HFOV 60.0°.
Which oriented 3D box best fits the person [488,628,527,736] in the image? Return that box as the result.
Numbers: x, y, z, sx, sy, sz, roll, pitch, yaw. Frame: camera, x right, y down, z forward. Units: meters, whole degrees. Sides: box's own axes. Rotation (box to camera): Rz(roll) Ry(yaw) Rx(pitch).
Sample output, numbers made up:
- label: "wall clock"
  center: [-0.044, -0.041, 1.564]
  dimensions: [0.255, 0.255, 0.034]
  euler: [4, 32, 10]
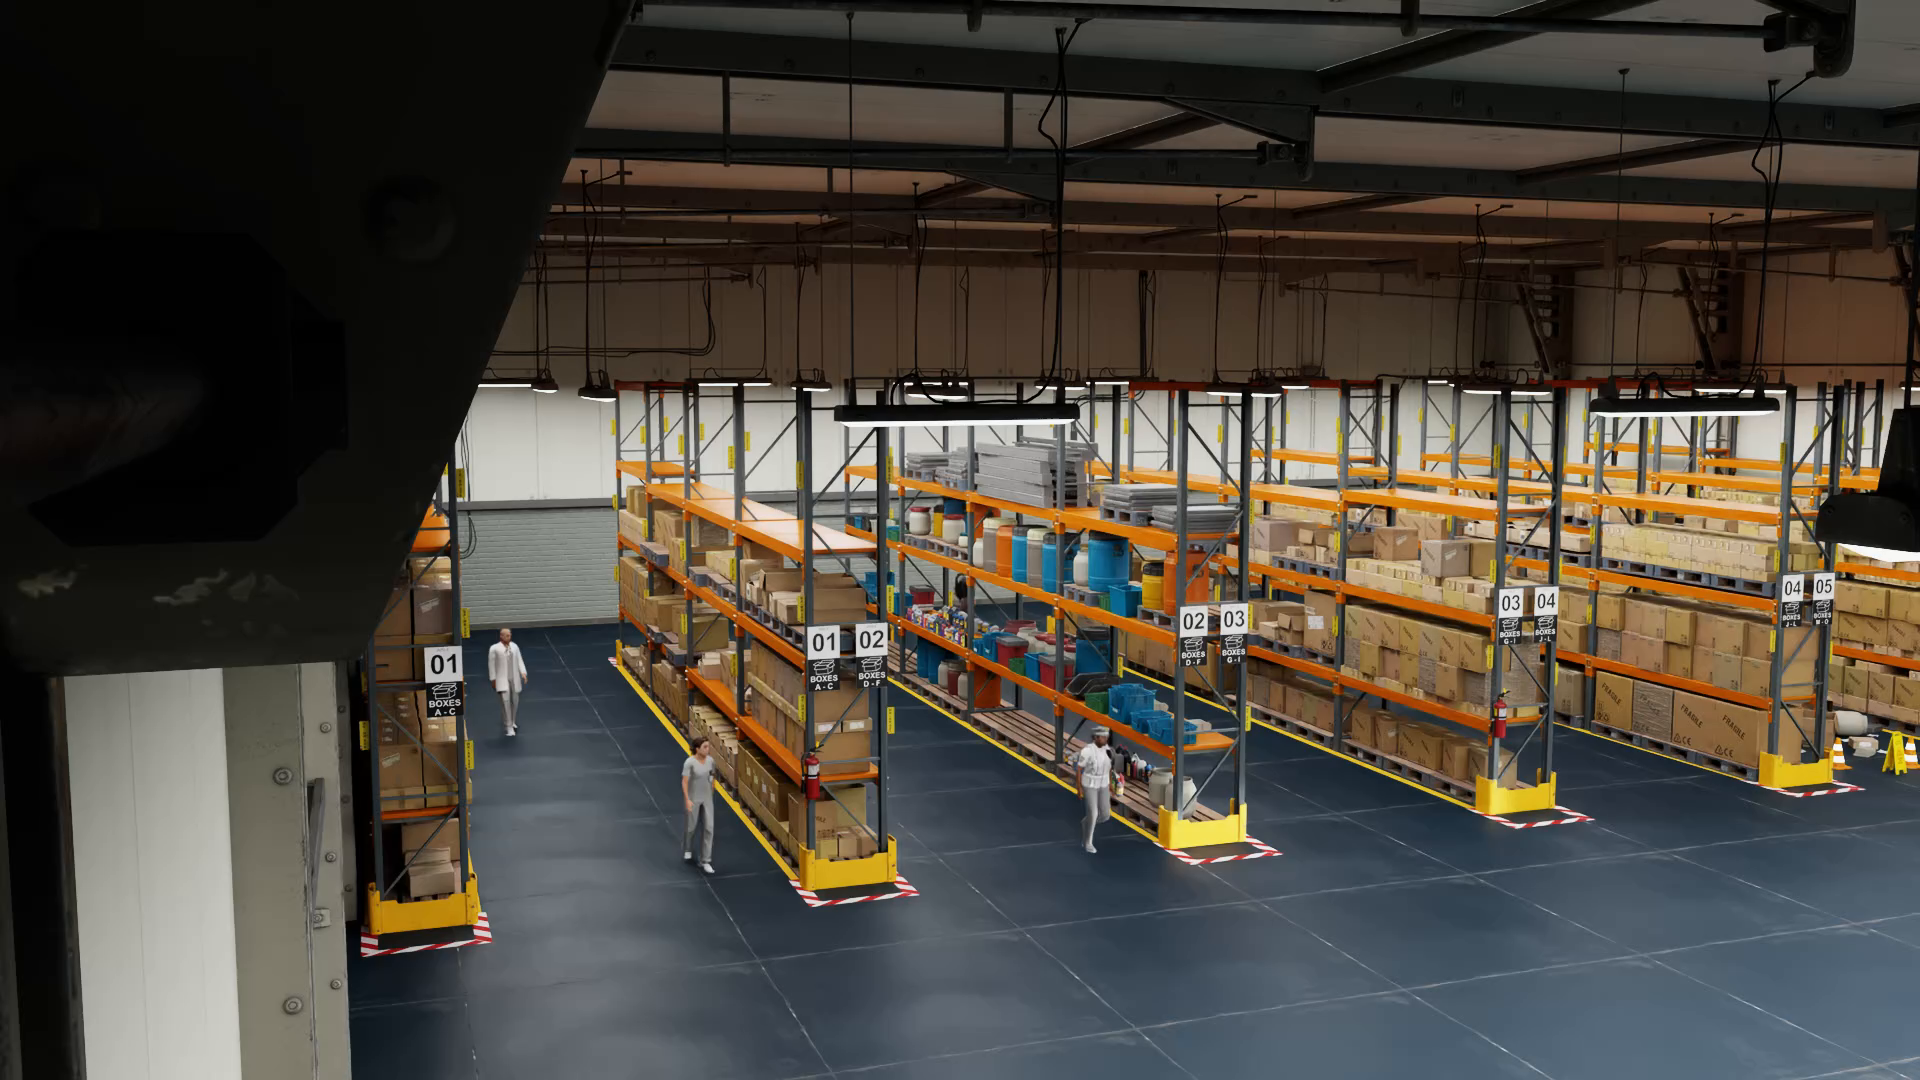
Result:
- label: "person"
  center: [-7.754, 2.441, 28.706]
  dimensions: [0.602, 1.793, 0.774]
  euler: [-5, 8, -40]

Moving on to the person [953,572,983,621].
- label: "person"
  center: [0.125, 1.355, 39.105]
  dimensions: [0.964, 1.690, 0.519]
  euler: [-3, 7, -25]

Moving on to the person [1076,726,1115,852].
- label: "person"
  center: [1.716, 3.220, 21.800]
  dimensions: [0.498, 1.650, 0.578]
  euler: [-4, 7, -35]

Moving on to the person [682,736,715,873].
- label: "person"
  center: [-3.287, 3.308, 21.023]
  dimensions: [0.520, 1.669, 0.767]
  euler: [-4, 7, -36]
